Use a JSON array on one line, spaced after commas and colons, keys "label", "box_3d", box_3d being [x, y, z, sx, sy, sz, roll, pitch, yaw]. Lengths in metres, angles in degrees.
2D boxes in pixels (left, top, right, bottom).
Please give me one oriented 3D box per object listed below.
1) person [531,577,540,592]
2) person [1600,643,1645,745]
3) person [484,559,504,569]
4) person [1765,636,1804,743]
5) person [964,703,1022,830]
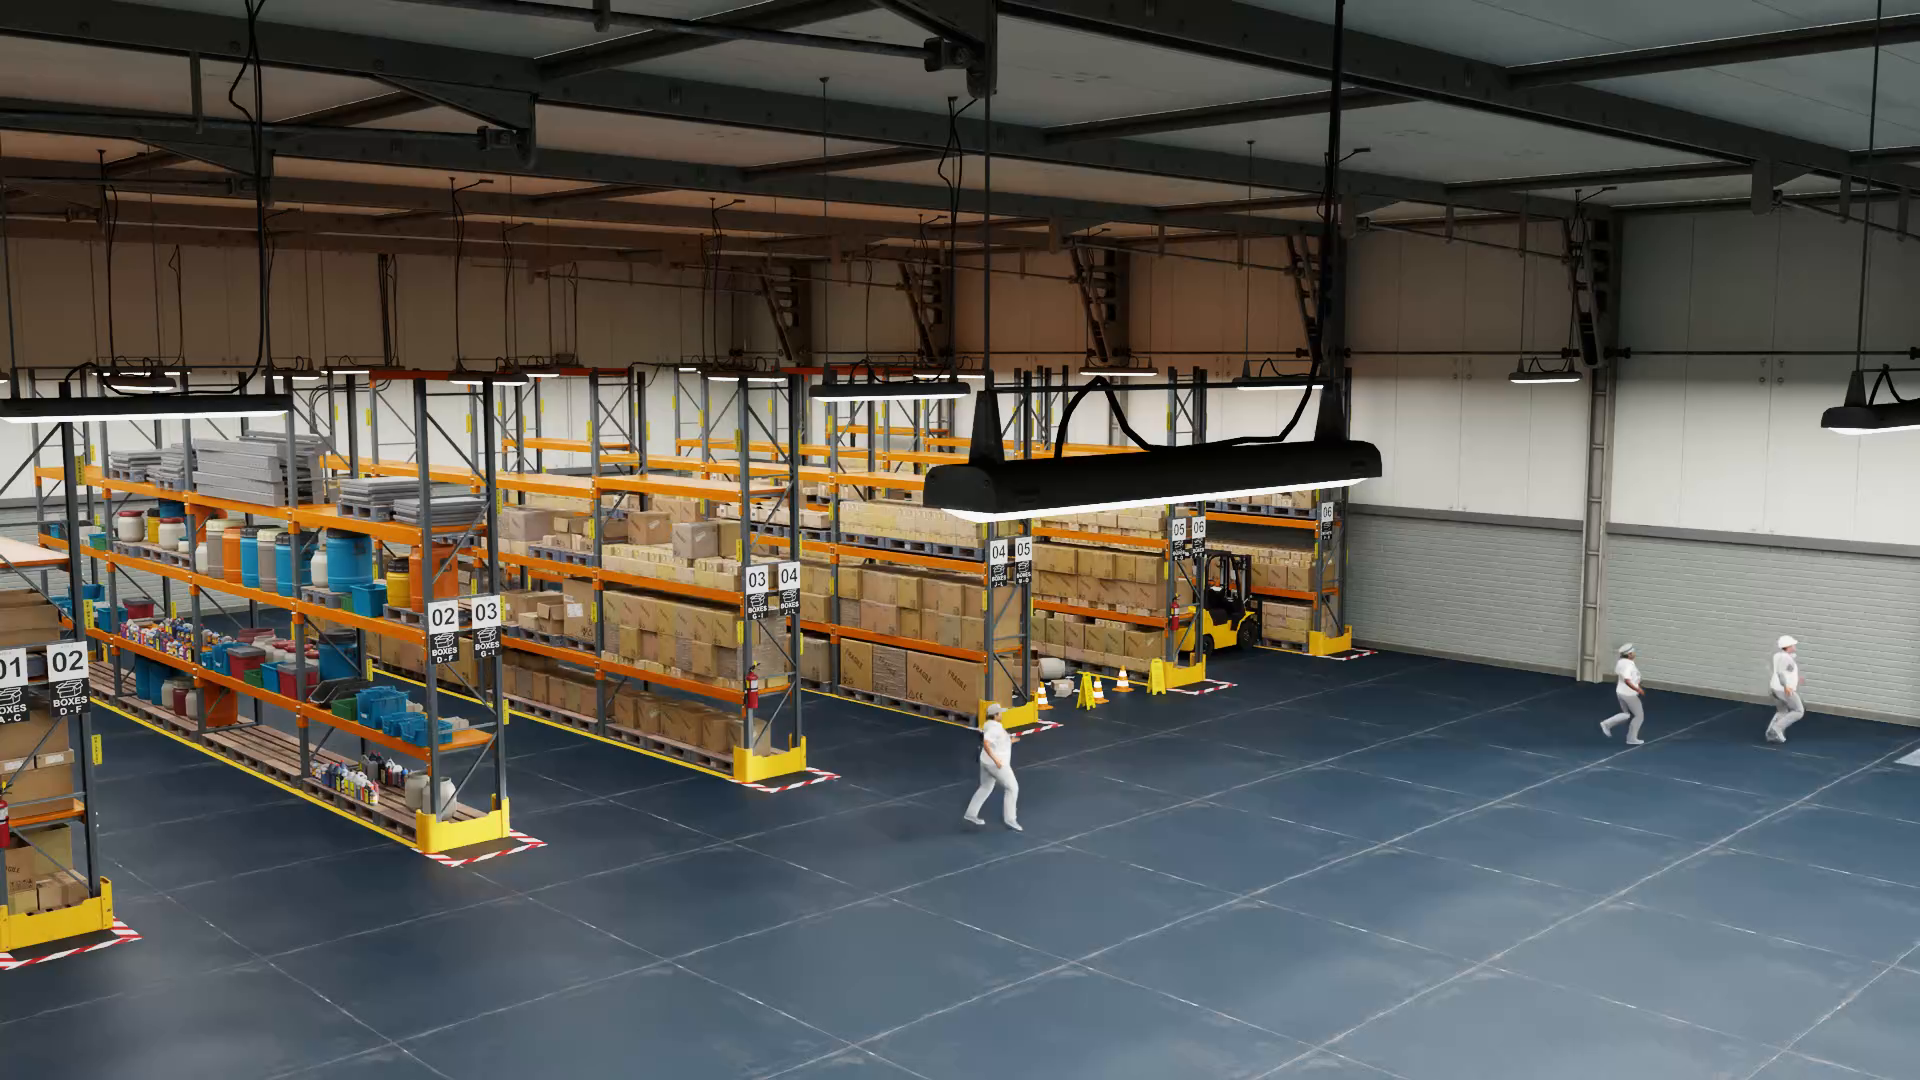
[{"label": "person", "box_3d": [-10.539, 0.889, 40.919, 0.565, 1.701, 0.738, 0, 6, 4]}, {"label": "person", "box_3d": [10.751, 2.482, 26.840, 0.658, 1.654, 0.579, 0, 6, -1]}, {"label": "person", "box_3d": [-11.341, 1.017, 40.010, 0.637, 1.592, 0.601, 4, 8, 33]}, {"label": "person", "box_3d": [13.435, 2.418, 27.006, 0.601, 1.738, 0.667, 1, 6, 5]}, {"label": "person", "box_3d": [0.455, 3.021, 22.066, 0.740, 1.727, 0.580, -3, 7, -22]}]
